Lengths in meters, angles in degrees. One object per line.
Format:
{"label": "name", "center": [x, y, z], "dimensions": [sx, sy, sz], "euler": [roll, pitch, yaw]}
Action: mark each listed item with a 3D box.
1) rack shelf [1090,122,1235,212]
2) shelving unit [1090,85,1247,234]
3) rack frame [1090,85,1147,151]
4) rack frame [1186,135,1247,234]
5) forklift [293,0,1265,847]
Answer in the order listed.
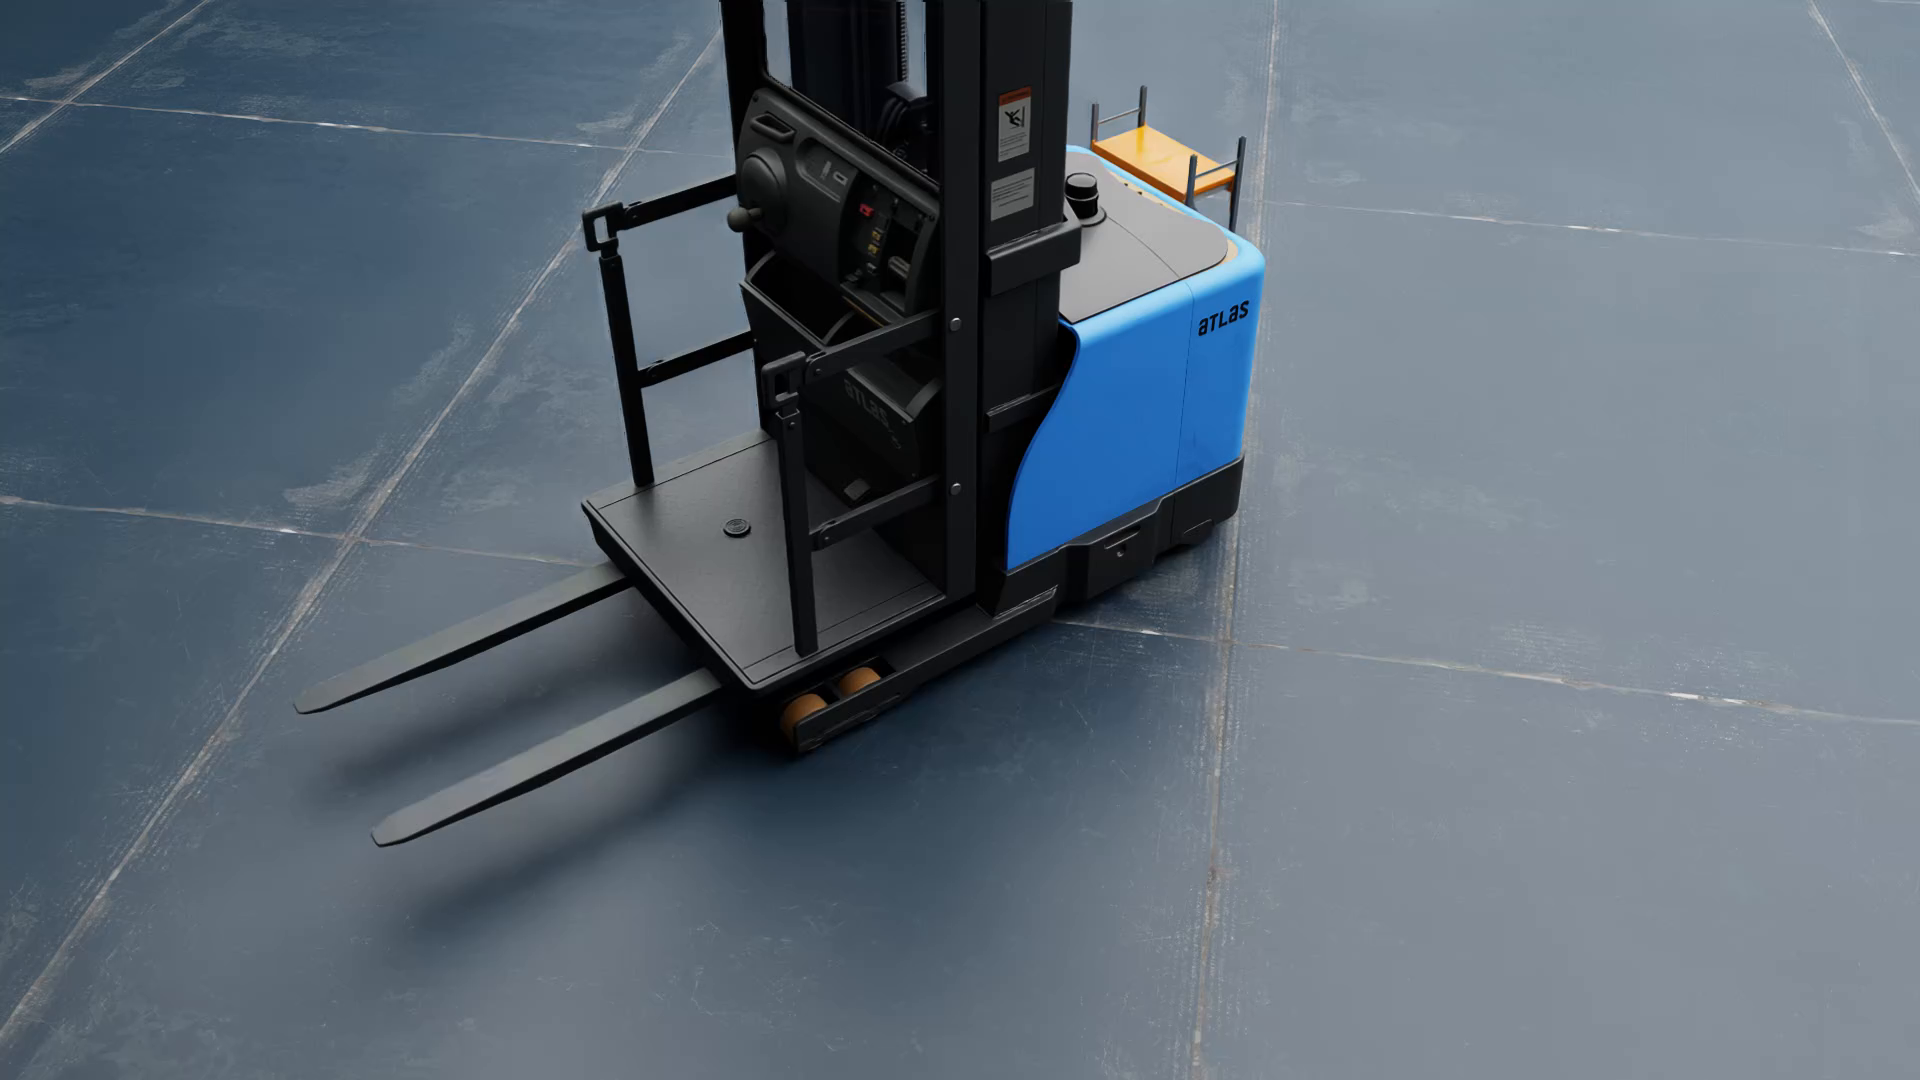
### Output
{"label": "rack shelf", "center": [0.697, -1.250, 5.703], "dimensions": [0.258, 0.148, 0.480], "euler": [-25, 46, -28]}
{"label": "shelving unit", "center": [0.697, -0.947, 5.954], "dimensions": [0.258, 1.200, 0.503], "euler": [-25, 46, -28]}
{"label": "rack frame", "center": [0.551, -1.071, 6.104], "dimensions": [0.240, 1.200, 0.015], "euler": [-25, 46, -28]}
{"label": "rack frame", "center": [0.843, -0.822, 5.803], "dimensions": [0.240, 1.200, 0.015], "euler": [-25, 46, -28]}
{"label": "forklift", "center": [-0.522, -0.886, 4.521], "dimensions": [3.031, 2.935, 1.130], "euler": [-25, 46, -27]}
